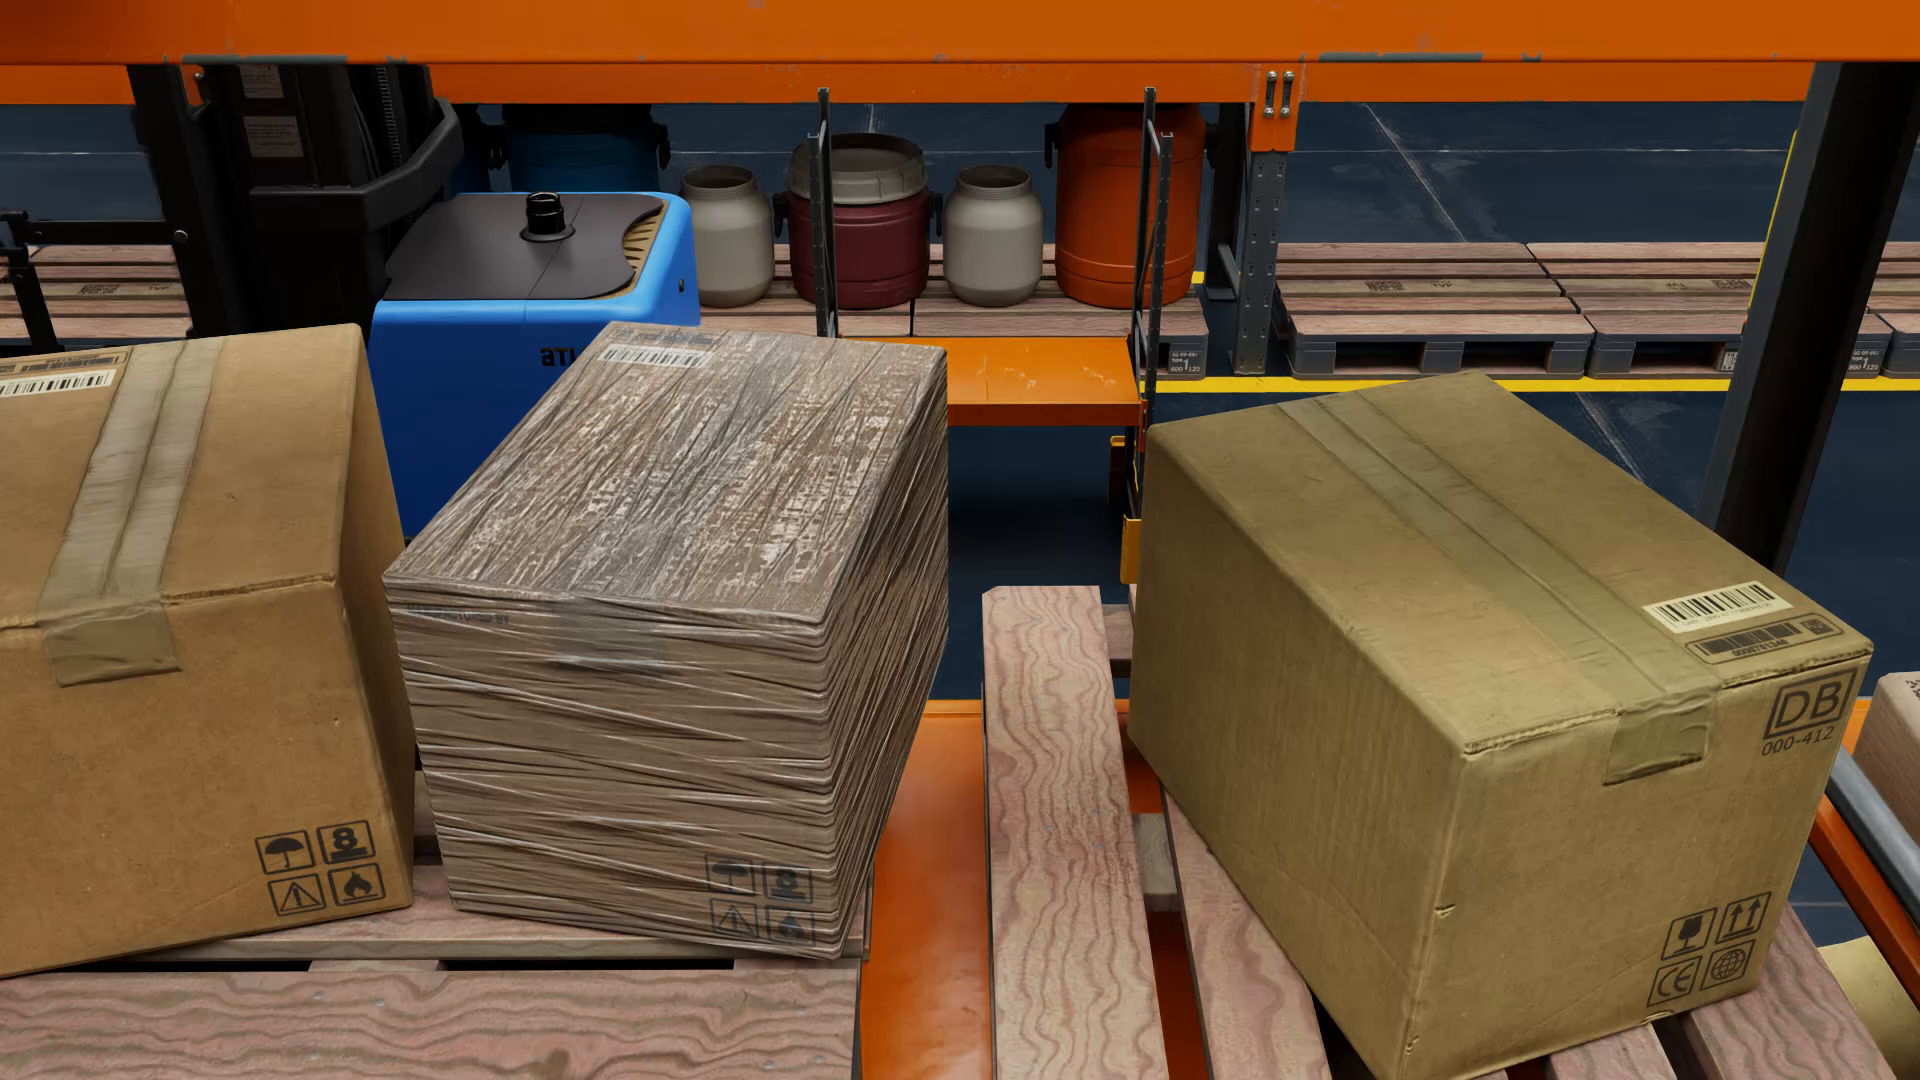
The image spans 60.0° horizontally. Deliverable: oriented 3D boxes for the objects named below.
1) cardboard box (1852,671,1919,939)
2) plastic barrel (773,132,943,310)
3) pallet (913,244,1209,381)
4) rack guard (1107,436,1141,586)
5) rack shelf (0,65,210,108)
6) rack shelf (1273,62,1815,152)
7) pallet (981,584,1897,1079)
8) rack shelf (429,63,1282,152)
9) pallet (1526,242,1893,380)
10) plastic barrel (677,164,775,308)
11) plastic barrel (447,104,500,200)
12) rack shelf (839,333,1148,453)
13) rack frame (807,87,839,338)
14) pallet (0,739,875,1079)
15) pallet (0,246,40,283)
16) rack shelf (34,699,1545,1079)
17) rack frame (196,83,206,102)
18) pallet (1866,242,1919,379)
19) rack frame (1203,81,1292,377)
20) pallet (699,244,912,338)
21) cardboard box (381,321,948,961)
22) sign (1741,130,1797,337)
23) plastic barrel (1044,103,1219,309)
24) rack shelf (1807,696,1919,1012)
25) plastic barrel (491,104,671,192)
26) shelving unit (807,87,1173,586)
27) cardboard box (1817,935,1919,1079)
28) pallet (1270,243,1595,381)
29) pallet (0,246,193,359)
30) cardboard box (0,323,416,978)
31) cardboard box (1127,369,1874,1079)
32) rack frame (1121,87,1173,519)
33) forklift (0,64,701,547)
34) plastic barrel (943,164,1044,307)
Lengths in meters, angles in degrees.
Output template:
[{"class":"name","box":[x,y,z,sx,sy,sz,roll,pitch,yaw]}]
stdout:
[{"class":"cardboard box","box":[1.582,0.413,2.263,0.500,0.311,0.500,2,31,3]},{"class":"plastic barrel","box":[-0.426,-1.350,7.004,0.708,0.588,0.600,0,31,0]},{"class":"pallet","box":[0.404,-1.000,7.194,1.213,0.211,1.003,0,31,0]},{"class":"rack guard","box":[0.574,-0.109,5.688,0.087,0.250,0.587,0,31,0]},{"class":"rack shelf","box":[-4.808,-1.889,6.666,4.000,0.370,1.077,0,31,0]},{"class":"rack shelf","box":[3.192,-1.915,6.707,4.000,0.370,1.077,0,31,0]},{"class":"pallet","box":[0.541,0.474,2.262,1.003,0.211,1.213,0,31,0]},{"class":"rack shelf","box":[-0.808,-1.902,6.687,4.000,0.370,1.077,0,31,0]},{"class":"pallet","box":[3.184,-1.008,7.208,1.213,0.211,1.003,0,31,0]},{"class":"plastic barrel","box":[-0.990,-1.270,6.944,0.421,0.512,0.421,0,31,0]},{"class":"plastic barrel","box":[-2.264,-1.479,6.913,0.708,0.901,0.600,0,31,0]},{"class":"rack shelf","box":[0.085,-0.488,5.455,1.000,0.185,0.538,0,31,0]},{"class":"rack frame","box":[-0.423,-0.640,5.359,0.032,1.500,0.500,0,31,0]},{"class":"pallet","box":[-0.726,0.444,2.311,1.213,0.211,1.003,0,31,0]},{"class":"pallet","box":[-4.766,-0.983,7.167,1.213,0.211,1.003,0,31,0]},{"class":"rack shelf","box":[-0.782,0.667,2.452,4.000,0.370,1.077,0,31,0]},{"class":"rack frame","box":[-2.808,-2.203,6.490,0.127,3.000,1.000,0,31,0]},{"class":"pallet","box":[4.407,-1.014,7.217,1.213,0.211,1.003,0,31,0]},{"class":"rack frame","box":[1.192,-2.216,6.510,0.127,3.000,1.000,0,31,0]},{"class":"pallet","box":[-0.813,-0.997,7.190,1.213,0.211,1.003,0,31,0]},{"class":"cardboard box","box":[-0.327,0.096,2.200,0.500,0.500,0.700,6,32,9]},{"class":"sign","box":[1.212,-0.429,2.450,0.005,0.325,0.100,0,31,0]},{"class":"plastic barrel","box":[0.703,-1.457,6.947,0.708,0.830,0.600,0,31,0]},{"class":"rack shelf","box":[3.218,0.655,2.472,4.000,0.370,1.077,0,31,0]},{"class":"plastic barrel","box":[-1.556,-1.481,6.917,0.708,0.901,0.600,0,31,0]},{"class":"shelving unit","box":[0.076,-0.641,5.361,1.083,1.500,0.587,0,31,0]},{"class":"cardboard box","box":[1.741,0.980,2.948,0.500,0.311,0.500,1,31,1]},{"class":"pallet","box":[1.967,-1.006,7.204,1.213,0.211,1.003,0,31,0]},{"class":"pallet","box":[-3.543,-0.989,7.176,1.213,0.211,1.003,0,31,0]},{"class":"cardboard box","box":[-1.015,0.106,2.182,0.500,0.500,0.700,-8,32,-13]},{"class":"cardboard box","box":[0.589,0.192,2.041,0.500,0.500,0.700,-11,33,-17]},{"class":"rack frame","box":[0.594,-0.643,5.364,0.032,1.500,0.500,0,31,0]},{"class":"forklift","box":[-2.405,-1.263,5.007,3.031,2.935,1.130,0,31,0]},{"class":"plastic barrel","box":[0.139,-1.273,6.950,0.421,0.512,0.421,0,31,0]}]
